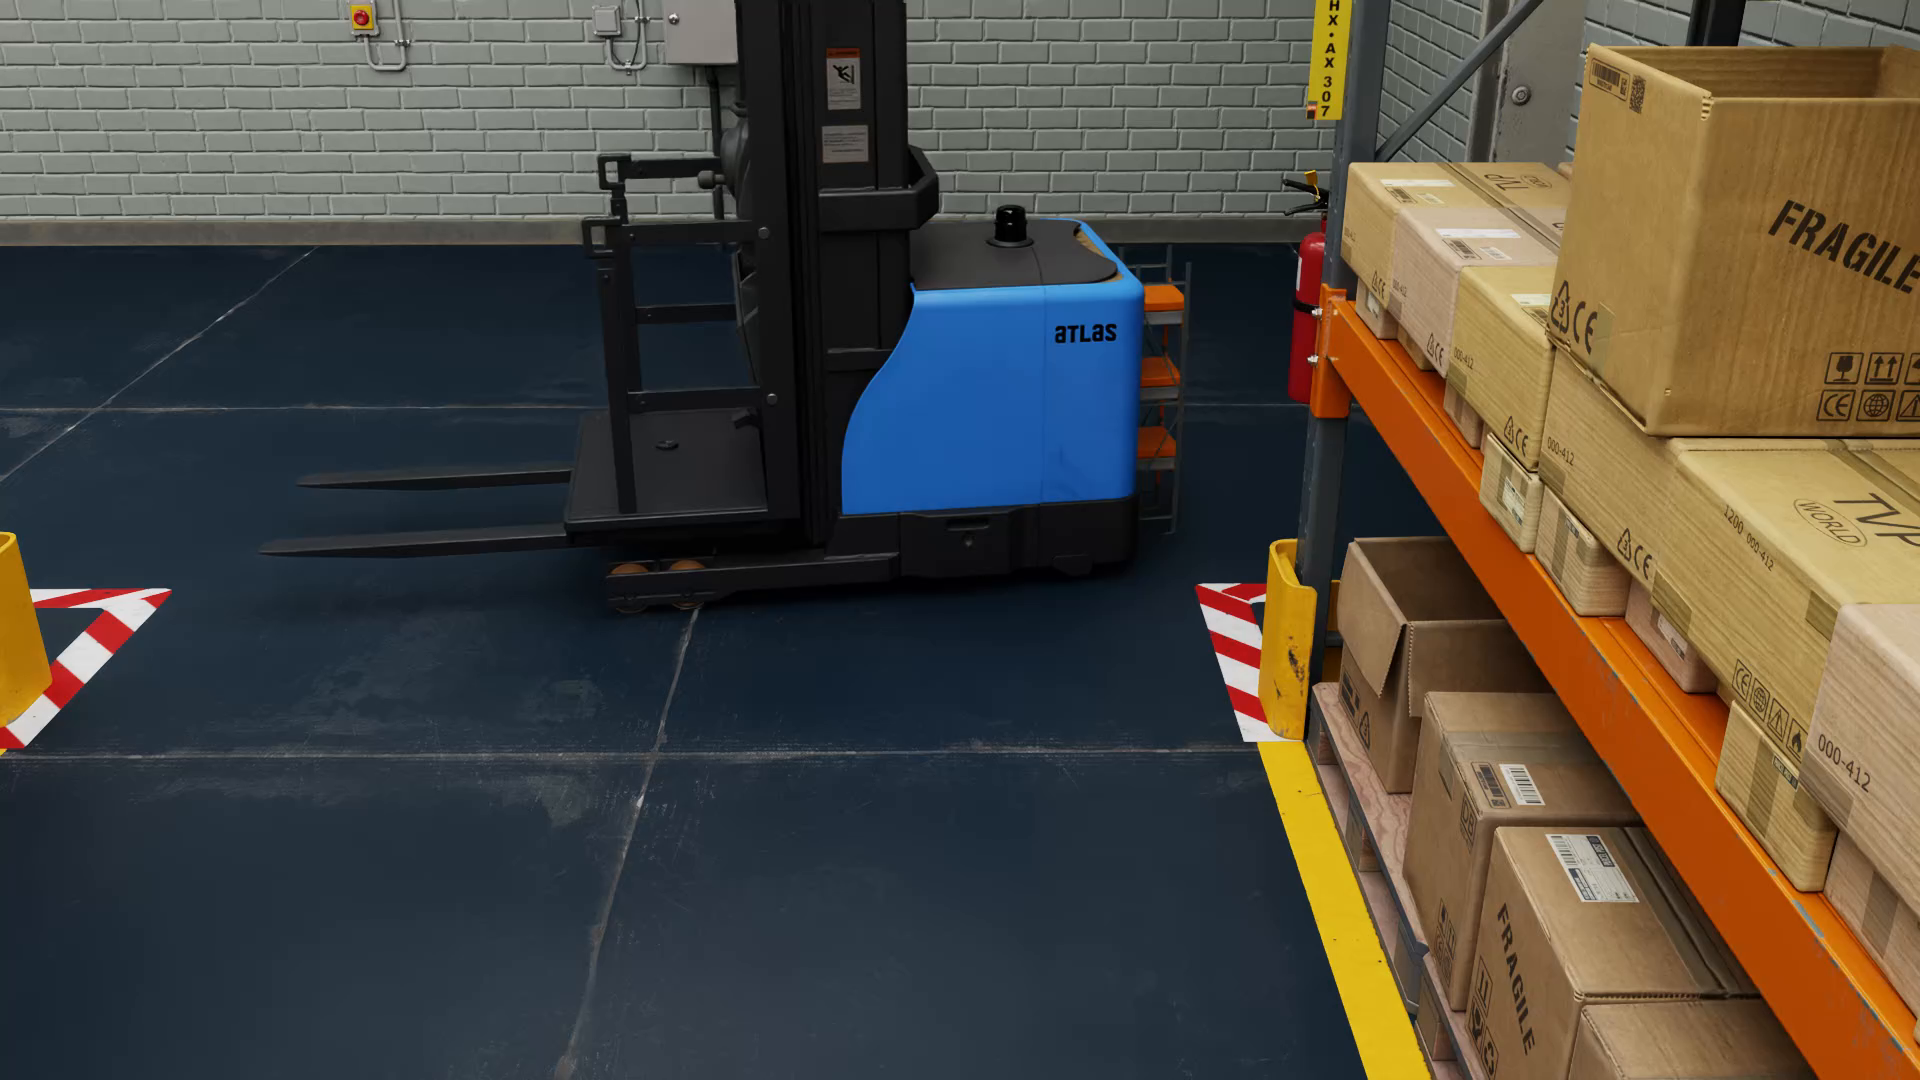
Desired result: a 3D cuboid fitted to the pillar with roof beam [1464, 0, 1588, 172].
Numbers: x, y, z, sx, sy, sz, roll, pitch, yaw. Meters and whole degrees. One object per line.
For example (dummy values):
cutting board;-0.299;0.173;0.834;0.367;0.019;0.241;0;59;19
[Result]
pillar with roof beam;-1.918;-4.706;5.735;9.100;9.000;0.400;0;24;-1

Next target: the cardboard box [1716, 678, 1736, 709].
cardboard box;1.354;0.221;2.426;0.380;0.149;0.250;0;24;0

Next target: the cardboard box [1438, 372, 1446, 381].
cardboard box;1.331;-0.413;3.828;0.380;0.149;0.250;-1;24;-1

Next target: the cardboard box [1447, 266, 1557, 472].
cardboard box;1.265;-0.339;3.181;0.500;0.250;0.500;-1;24;-2

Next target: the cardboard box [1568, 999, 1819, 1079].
cardboard box;1.409;1.103;2.694;0.700;0.500;0.500;-1;24;-3

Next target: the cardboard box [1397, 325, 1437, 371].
cardboard box;1.294;-0.521;4.067;0.380;0.149;0.250;0;24;1

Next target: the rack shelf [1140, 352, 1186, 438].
rack shelf;0.698;-0.535;6.185;0.215;0.259;0.240;-4;25;-8

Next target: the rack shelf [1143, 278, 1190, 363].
rack shelf;0.698;-0.794;6.068;0.215;0.259;0.240;-4;25;-8

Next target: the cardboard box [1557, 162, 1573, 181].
cardboard box;1.786;-0.756;4.102;0.500;0.250;0.500;0;24;1

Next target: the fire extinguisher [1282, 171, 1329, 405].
fire extinguisher;1.051;-0.730;4.771;0.296;0.674;0.183;0;24;-1

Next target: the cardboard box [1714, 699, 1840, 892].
cardboard box;1.245;0.328;2.189;0.380;0.149;0.250;-1;24;-1

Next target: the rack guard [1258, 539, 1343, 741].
rack guard;1.516;0.293;4.995;1.175;0.500;0.348;0;24;-1

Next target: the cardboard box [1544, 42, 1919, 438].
cardboard box;1.267;-0.479;2.581;0.500;0.500;0.500;0;24;1

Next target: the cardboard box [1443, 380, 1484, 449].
cardboard box;1.273;-0.309;3.597;0.380;0.149;0.250;0;24;1

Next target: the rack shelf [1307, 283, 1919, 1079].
rack shelf;1.537;0.275;2.875;1.077;0.370;4.000;0;24;-1

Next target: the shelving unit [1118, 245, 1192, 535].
shelving unit;0.698;-0.545;6.181;0.215;1.050;0.252;-4;25;-8

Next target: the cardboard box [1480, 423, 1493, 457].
cardboard box;1.281;-0.199;3.355;0.380;0.149;0.250;0;24;0

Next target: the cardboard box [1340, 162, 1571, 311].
cardboard box;1.251;-0.756;4.102;0.500;0.250;0.500;0;24;0

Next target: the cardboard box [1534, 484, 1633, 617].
cardboard box;1.232;0.014;2.884;0.380;0.149;0.250;0;24;1

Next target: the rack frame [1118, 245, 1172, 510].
rack frame;0.678;-0.594;6.290;0.200;1.050;0.008;-4;25;-8

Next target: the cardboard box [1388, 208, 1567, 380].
cardboard box;1.256;-0.548;3.643;0.500;0.250;0.500;0;24;0

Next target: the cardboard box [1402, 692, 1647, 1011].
cardboard box;1.398;0.676;3.640;0.700;0.500;0.500;1;24;2

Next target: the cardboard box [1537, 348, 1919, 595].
cardboard box;1.292;-0.129;2.715;0.500;0.250;0.500;-1;24;-2

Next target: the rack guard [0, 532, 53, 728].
rack guard;-3.448;0.276;5.033;1.175;0.500;0.348;0;24;-1

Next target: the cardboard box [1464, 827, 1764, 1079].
cardboard box;1.303;0.894;3.157;0.500;0.500;0.500;0;24;0

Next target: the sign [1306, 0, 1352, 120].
sign;0.973;-1.269;4.365;0.100;0.325;0.005;0;24;-1

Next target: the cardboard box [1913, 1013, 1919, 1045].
cardboard box;1.251;0.541;1.718;0.380;0.149;0.250;0;24;1

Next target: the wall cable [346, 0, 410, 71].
wall cable;-3.533;-3.654;9.417;0.585;1.953;0.123;0;24;-1

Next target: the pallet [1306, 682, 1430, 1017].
pallet;1.526;0.754;4.328;1.003;0.211;1.213;0;24;-1

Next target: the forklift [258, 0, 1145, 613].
forklift;-0.924;-1.318;5.607;3.031;2.935;1.130;-4;25;-8

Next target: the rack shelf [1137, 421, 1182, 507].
rack shelf;0.698;-0.282;6.300;0.215;0.259;0.240;-4;25;-8

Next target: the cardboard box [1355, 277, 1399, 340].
cardboard box;1.244;-0.626;4.298;0.380;0.149;0.250;0;24;-1

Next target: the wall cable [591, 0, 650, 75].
wall cable;-2.115;-3.650;9.448;0.588;1.984;0.122;0;24;-1

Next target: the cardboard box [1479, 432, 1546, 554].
cardboard box;1.209;-0.095;3.124;0.380;0.149;0.250;-1;24;-2

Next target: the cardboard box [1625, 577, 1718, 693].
cardboard box;1.304;0.120;2.650;0.380;0.149;0.250;0;24;-1

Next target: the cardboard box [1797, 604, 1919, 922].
cardboard box;1.289;0.289;1.792;0.500;0.250;0.500;0;24;0

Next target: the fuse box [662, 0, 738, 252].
fuse box;-1.431;-2.539;9.787;0.539;1.711;0.414;0;24;-1

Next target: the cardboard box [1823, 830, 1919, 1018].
cardboard box;1.276;0.433;1.957;0.380;0.149;0.250;0;24;1

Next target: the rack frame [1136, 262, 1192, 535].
rack frame;0.718;-0.495;6.071;0.200;1.050;0.008;-4;25;-8

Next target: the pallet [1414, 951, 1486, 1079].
pallet;1.536;1.255;3.219;1.003;0.211;1.213;0;24;-1

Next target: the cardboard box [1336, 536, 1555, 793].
cardboard box;1.427;0.322;4.418;0.797;0.503;0.637;-1;24;-3

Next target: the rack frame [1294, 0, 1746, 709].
rack frame;1.515;-0.877;4.549;1.000;3.000;0.127;0;24;-1

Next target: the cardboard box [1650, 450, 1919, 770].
cardboard box;1.297;0.084;2.246;0.500;0.250;0.500;0;24;-1
